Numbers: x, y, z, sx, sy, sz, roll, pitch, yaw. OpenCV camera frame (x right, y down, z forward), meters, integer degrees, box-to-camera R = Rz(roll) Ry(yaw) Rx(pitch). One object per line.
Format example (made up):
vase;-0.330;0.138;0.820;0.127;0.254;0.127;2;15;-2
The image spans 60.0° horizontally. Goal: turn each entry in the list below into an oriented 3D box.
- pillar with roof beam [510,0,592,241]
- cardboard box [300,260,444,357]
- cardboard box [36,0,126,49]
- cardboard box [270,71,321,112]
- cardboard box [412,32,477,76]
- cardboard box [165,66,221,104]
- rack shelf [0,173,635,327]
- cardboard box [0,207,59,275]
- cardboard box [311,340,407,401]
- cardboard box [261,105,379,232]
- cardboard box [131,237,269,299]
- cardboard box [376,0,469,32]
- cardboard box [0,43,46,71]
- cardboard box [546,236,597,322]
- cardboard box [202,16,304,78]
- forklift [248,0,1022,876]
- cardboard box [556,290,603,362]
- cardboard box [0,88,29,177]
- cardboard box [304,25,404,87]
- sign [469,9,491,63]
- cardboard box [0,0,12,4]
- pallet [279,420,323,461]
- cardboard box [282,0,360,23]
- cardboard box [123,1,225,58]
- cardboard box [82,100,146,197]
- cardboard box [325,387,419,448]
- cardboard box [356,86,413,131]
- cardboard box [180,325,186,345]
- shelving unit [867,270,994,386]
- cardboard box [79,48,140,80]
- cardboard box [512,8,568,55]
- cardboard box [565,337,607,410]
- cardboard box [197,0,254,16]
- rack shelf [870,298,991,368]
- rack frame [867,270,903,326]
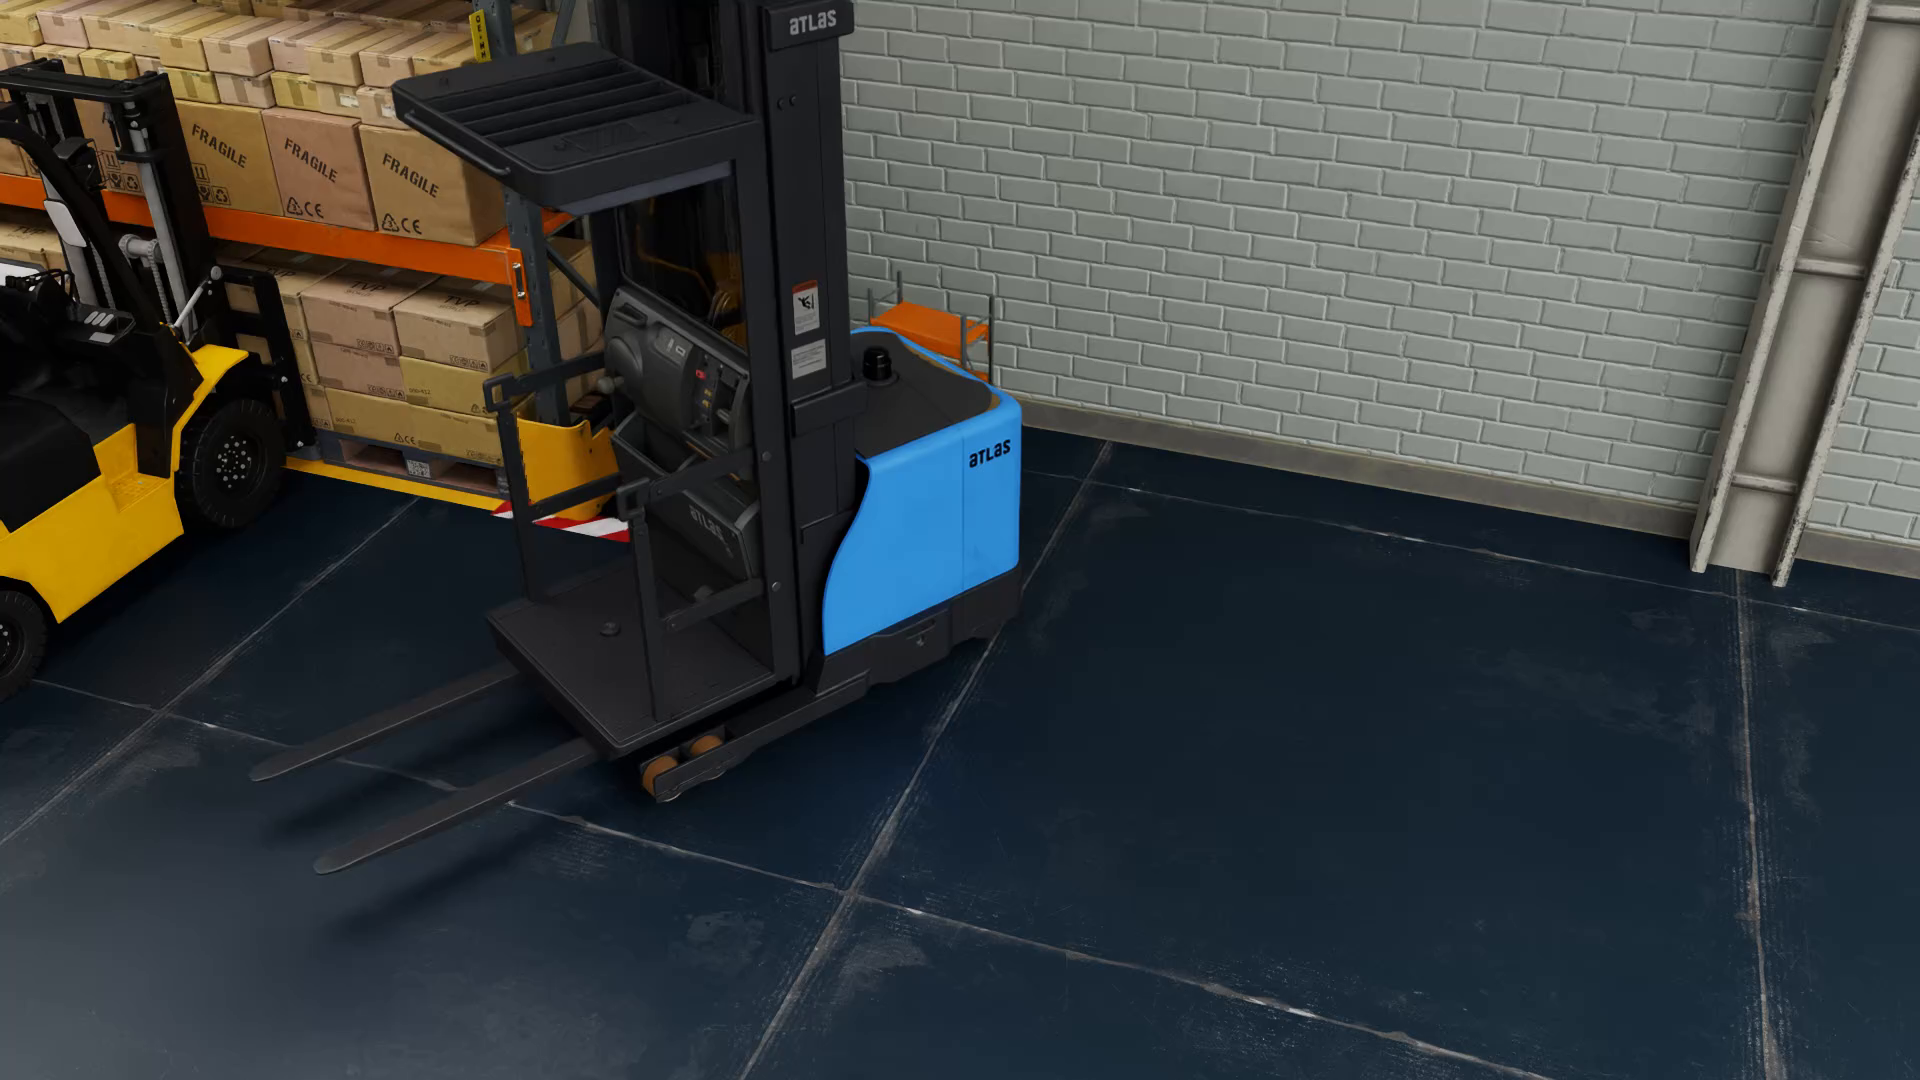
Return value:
pillar with roof beam;-3.551;-2.584;3.456;0.400;9.000;9.100;11;34;16
cardboard box;-2.769;-1.131;7.962;0.500;0.250;0.500;12;35;17
cardboard box;-4.073;-2.440;7.800;0.250;0.149;0.380;11;34;16
cardboard box;-2.872;-2.070;7.501;0.250;0.149;0.380;11;34;16
cardboard box;-2.156;-2.071;7.228;0.250;0.149;0.380;11;34;17
cardboard box;-3.384;-2.131;7.595;0.250;0.149;0.380;11;35;17
rack shelf;-3.630;-1.738;8.339;4.000;0.370;1.077;11;34;16
cardboard box;-4.685;-1.500;8.533;0.500;0.250;0.500;11;34;17
cardboard box;-2.780;-0.932;8.115;0.500;0.250;0.500;11;34;16
cardboard box;-2.785;-1.772;7.636;0.500;0.500;0.500;12;35;18
cardboard box;-3.722;-1.315;8.247;0.500;0.250;0.500;10;34;15
cardboard box;-2.480;-2.390;7.722;0.250;0.149;0.380;12;35;17
cardboard box;-4.349;-2.316;7.881;0.250;0.149;0.380;11;34;16
cardboard box;-2.136;-1.300;8.224;0.500;0.250;0.500;10;34;16
cardboard box;-3.146;-2.209;7.442;0.250;0.149;0.380;12;35;18
forklift;-1.198;-0.576;5.940;3.031;2.935;1.130;-24;40;-32
cardboard box;-2.120;-1.097;8.371;0.500;0.250;0.500;12;35;17
cardboard box;-4.687;-2.147;8.217;0.500;0.500;0.500;12;35;17
cardboard box;-2.654;-2.135;7.326;0.250;0.149;0.380;12;35;18
sign;-1.944;-1.985;6.774;0.005;0.325;0.100;11;34;16
cardboard box;-4.585;-2.492;7.880;0.250;0.149;0.380;12;35;18
pallet;-3.626;-0.845;8.864;1.213;0.211;1.003;11;34;16
cardboard box;-2.964;-2.479;7.859;0.250;0.149;0.380;12;35;18
cardboard box;-3.602;-2.349;7.658;0.250;0.149;0.380;12;35;17
cardboard box;-3.744;-1.952;7.915;0.500;0.500;0.500;11;35;17
cardboard box;-2.761;-0.716;8.241;0.500;0.250;0.500;11;34;16
cardboard box;-2.419;-1.940;7.300;0.250;0.149;0.380;12;35;17
cardboard box;-3.742;-1.109;8.389;0.500;0.250;0.500;11;34;16
shelving unit;-0.127;-0.566;7.521;0.503;1.200;0.258;20;38;28
cardboard box;-3.853;-2.235;7.756;0.250;0.149;0.380;10;34;15
cardboard box;-1.991;-2.284;7.558;0.250;0.149;0.380;10;34;16
cardboard box;-2.144;-0.885;8.503;0.500;0.250;0.500;11;34;17
cardboard box;-3.438;-2.582;8.019;0.250;0.149;0.380;11;34;17
rack shelf;-0.127;-0.896;7.307;0.480;0.148;0.258;20;38;28
rack frame;-0.330;-0.639;7.634;0.015;1.200;0.240;20;38;28
